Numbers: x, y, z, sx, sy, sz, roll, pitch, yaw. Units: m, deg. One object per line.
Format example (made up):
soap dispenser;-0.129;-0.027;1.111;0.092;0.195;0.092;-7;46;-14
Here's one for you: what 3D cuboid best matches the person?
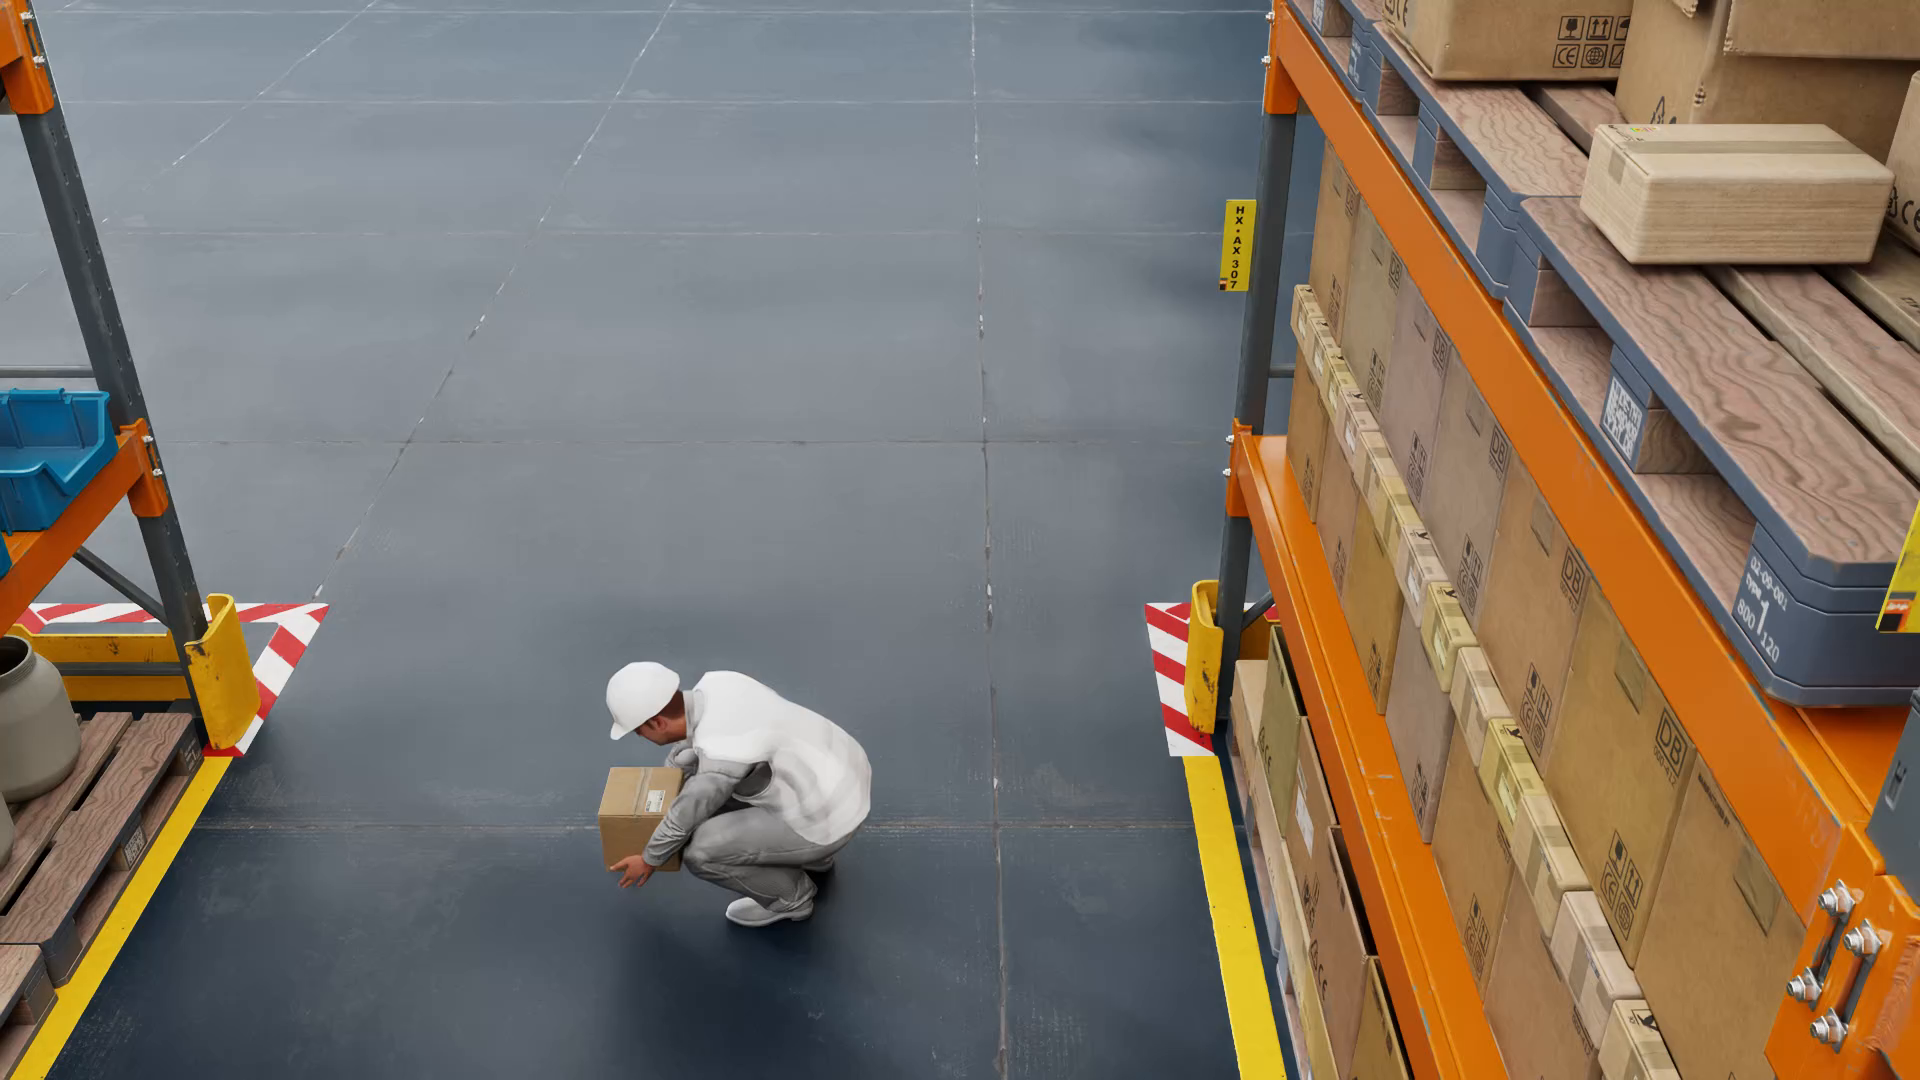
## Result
person;-0.734;0.802;5.535;0.871;1.014;0.524;-1;31;-1
